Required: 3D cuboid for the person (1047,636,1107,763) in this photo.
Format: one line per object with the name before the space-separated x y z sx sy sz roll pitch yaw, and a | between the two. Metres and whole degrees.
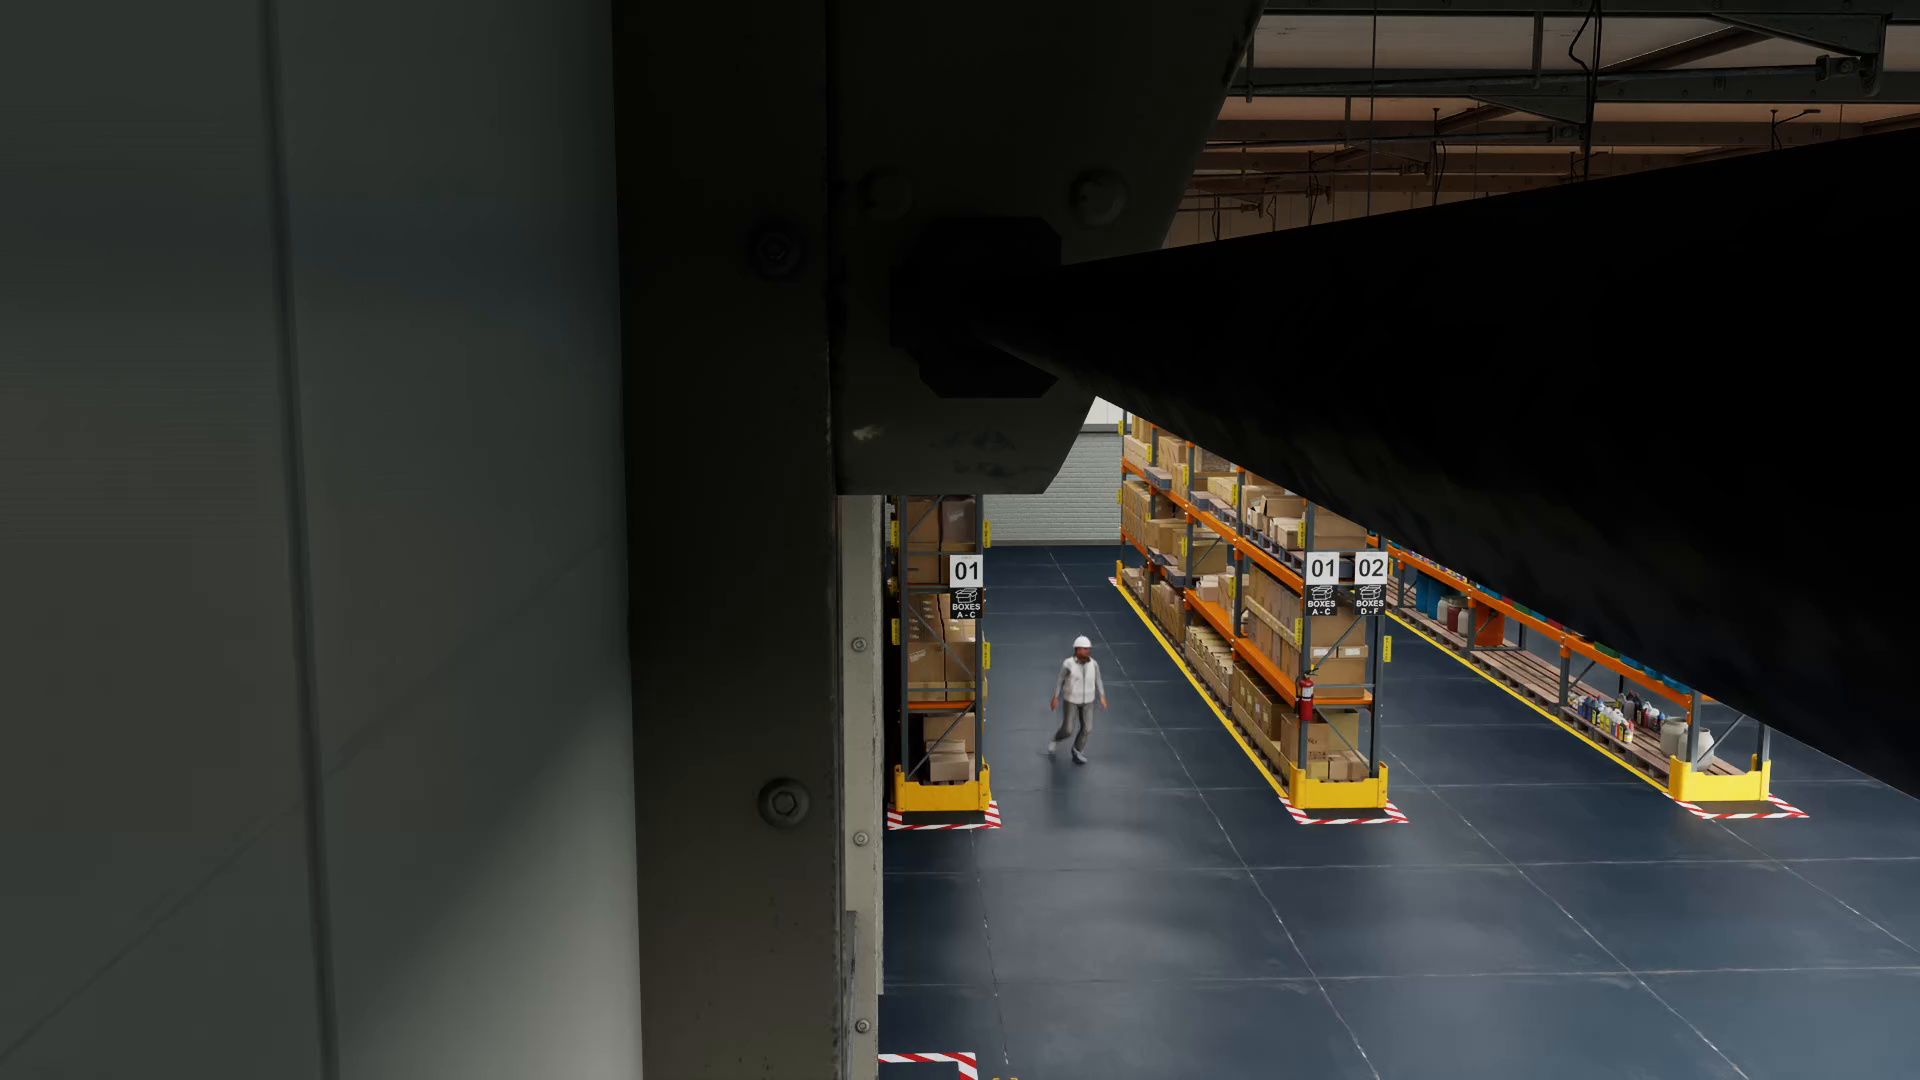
person | 1.576 2.150 22.599 0.697 1.740 0.666 -3 9 -19
